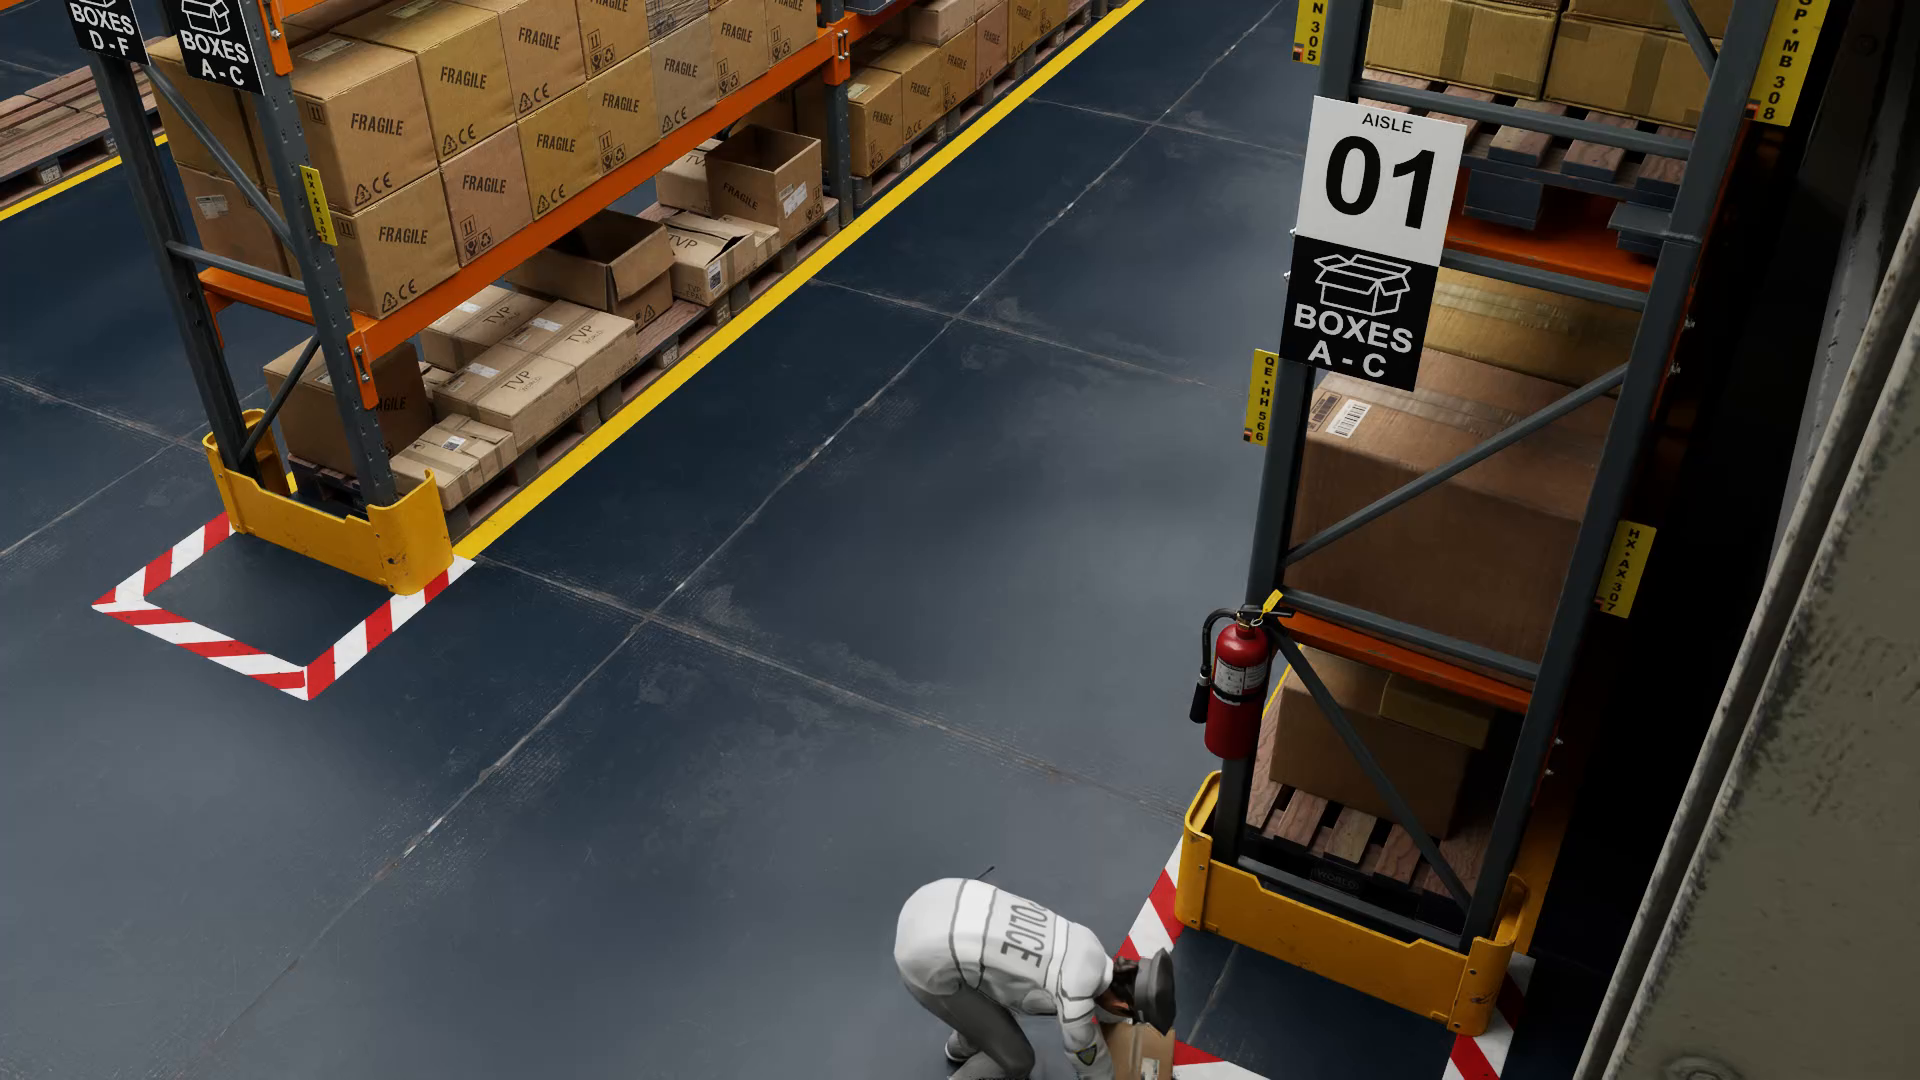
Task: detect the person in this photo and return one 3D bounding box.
[{"bbox_3d":[0.241,1.500,5.325,0.885,0.947,0.461,4,38,5],"label":"person"}]
